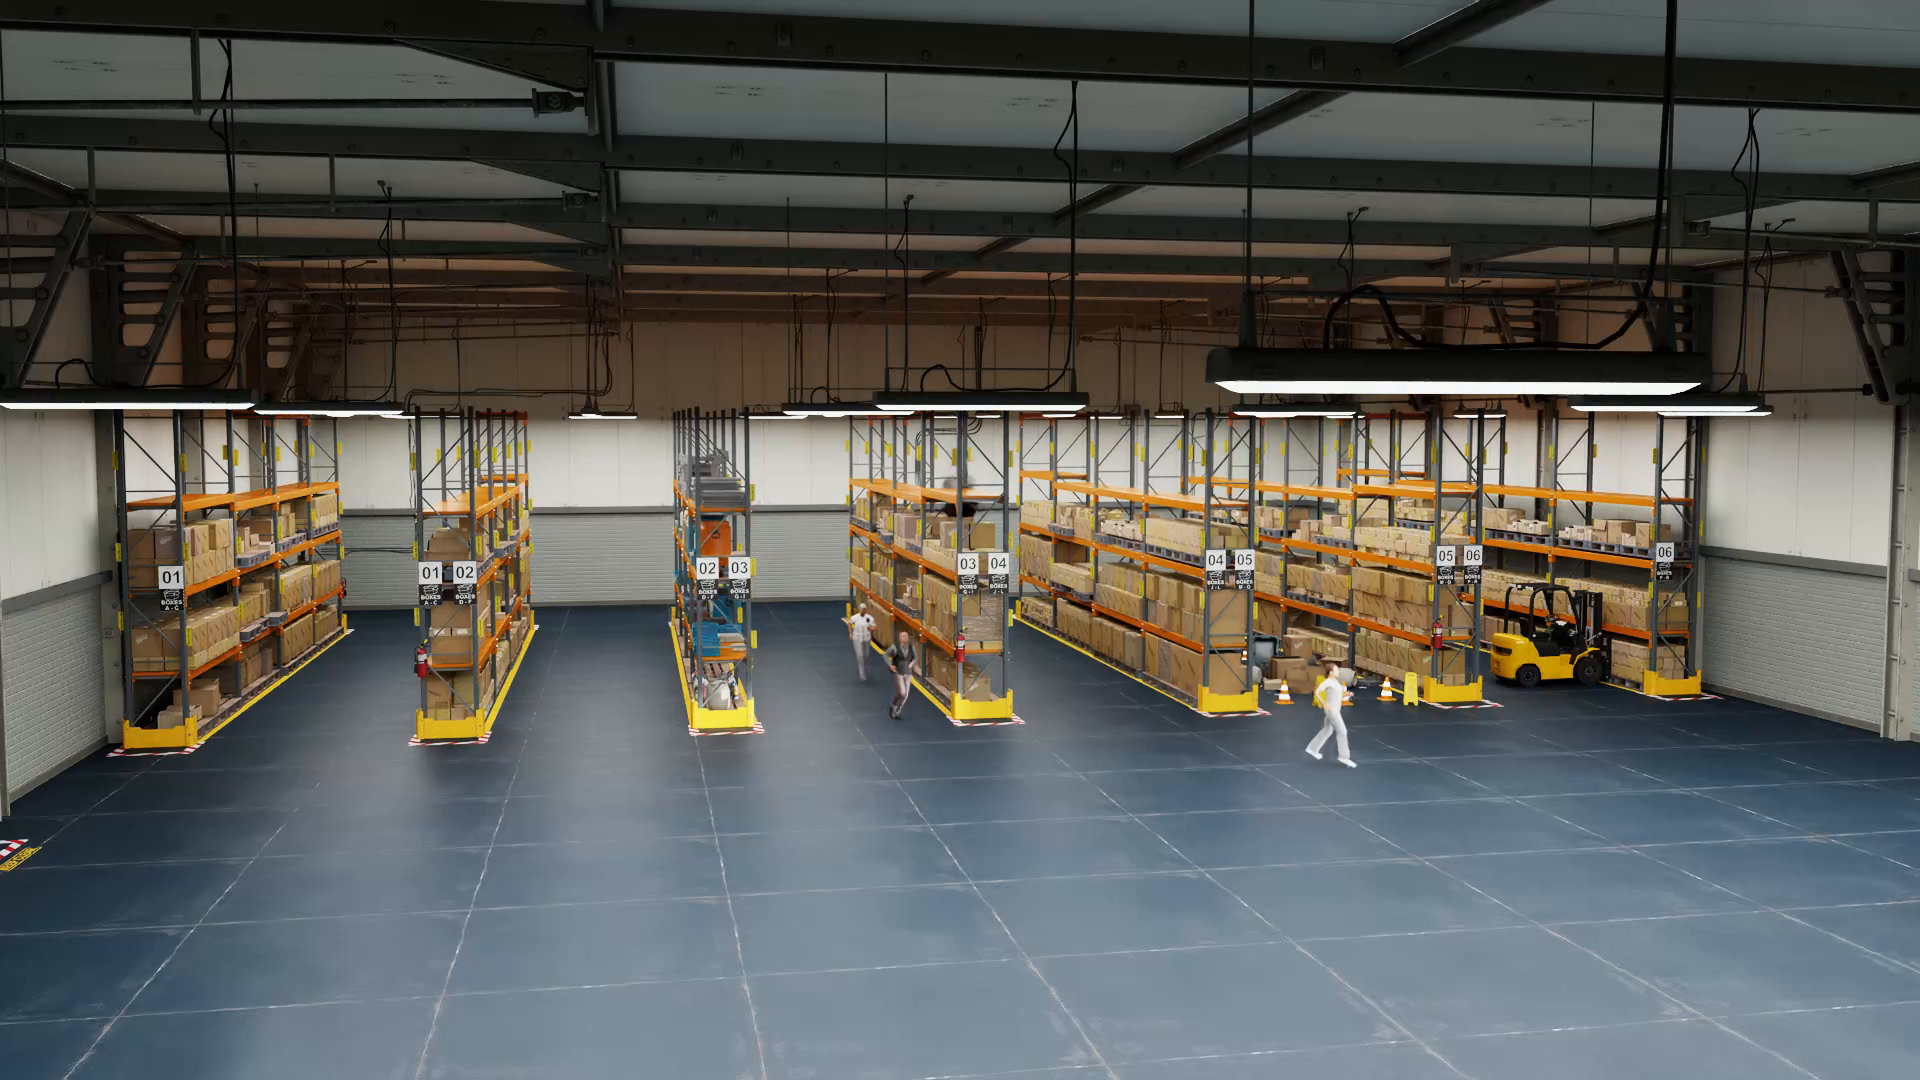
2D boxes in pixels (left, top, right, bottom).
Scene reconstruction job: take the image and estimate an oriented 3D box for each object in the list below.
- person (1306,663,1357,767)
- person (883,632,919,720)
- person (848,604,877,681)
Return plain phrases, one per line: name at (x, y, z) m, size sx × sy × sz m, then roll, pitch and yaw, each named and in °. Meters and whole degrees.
person at (6.199, 2.897, 27.745) m, size 0.879 × 1.701 × 0.546 m, roll 2°, pitch 4°, yaw 24°
person at (-1.083, 2.617, 31.997) m, size 0.667 × 1.701 × 0.563 m, roll -2°, pitch 5°, yaw -28°
person at (-2.168, 2.239, 36.992) m, size 0.599 × 1.668 × 0.937 m, roll -1°, pitch 4°, yaw -15°
